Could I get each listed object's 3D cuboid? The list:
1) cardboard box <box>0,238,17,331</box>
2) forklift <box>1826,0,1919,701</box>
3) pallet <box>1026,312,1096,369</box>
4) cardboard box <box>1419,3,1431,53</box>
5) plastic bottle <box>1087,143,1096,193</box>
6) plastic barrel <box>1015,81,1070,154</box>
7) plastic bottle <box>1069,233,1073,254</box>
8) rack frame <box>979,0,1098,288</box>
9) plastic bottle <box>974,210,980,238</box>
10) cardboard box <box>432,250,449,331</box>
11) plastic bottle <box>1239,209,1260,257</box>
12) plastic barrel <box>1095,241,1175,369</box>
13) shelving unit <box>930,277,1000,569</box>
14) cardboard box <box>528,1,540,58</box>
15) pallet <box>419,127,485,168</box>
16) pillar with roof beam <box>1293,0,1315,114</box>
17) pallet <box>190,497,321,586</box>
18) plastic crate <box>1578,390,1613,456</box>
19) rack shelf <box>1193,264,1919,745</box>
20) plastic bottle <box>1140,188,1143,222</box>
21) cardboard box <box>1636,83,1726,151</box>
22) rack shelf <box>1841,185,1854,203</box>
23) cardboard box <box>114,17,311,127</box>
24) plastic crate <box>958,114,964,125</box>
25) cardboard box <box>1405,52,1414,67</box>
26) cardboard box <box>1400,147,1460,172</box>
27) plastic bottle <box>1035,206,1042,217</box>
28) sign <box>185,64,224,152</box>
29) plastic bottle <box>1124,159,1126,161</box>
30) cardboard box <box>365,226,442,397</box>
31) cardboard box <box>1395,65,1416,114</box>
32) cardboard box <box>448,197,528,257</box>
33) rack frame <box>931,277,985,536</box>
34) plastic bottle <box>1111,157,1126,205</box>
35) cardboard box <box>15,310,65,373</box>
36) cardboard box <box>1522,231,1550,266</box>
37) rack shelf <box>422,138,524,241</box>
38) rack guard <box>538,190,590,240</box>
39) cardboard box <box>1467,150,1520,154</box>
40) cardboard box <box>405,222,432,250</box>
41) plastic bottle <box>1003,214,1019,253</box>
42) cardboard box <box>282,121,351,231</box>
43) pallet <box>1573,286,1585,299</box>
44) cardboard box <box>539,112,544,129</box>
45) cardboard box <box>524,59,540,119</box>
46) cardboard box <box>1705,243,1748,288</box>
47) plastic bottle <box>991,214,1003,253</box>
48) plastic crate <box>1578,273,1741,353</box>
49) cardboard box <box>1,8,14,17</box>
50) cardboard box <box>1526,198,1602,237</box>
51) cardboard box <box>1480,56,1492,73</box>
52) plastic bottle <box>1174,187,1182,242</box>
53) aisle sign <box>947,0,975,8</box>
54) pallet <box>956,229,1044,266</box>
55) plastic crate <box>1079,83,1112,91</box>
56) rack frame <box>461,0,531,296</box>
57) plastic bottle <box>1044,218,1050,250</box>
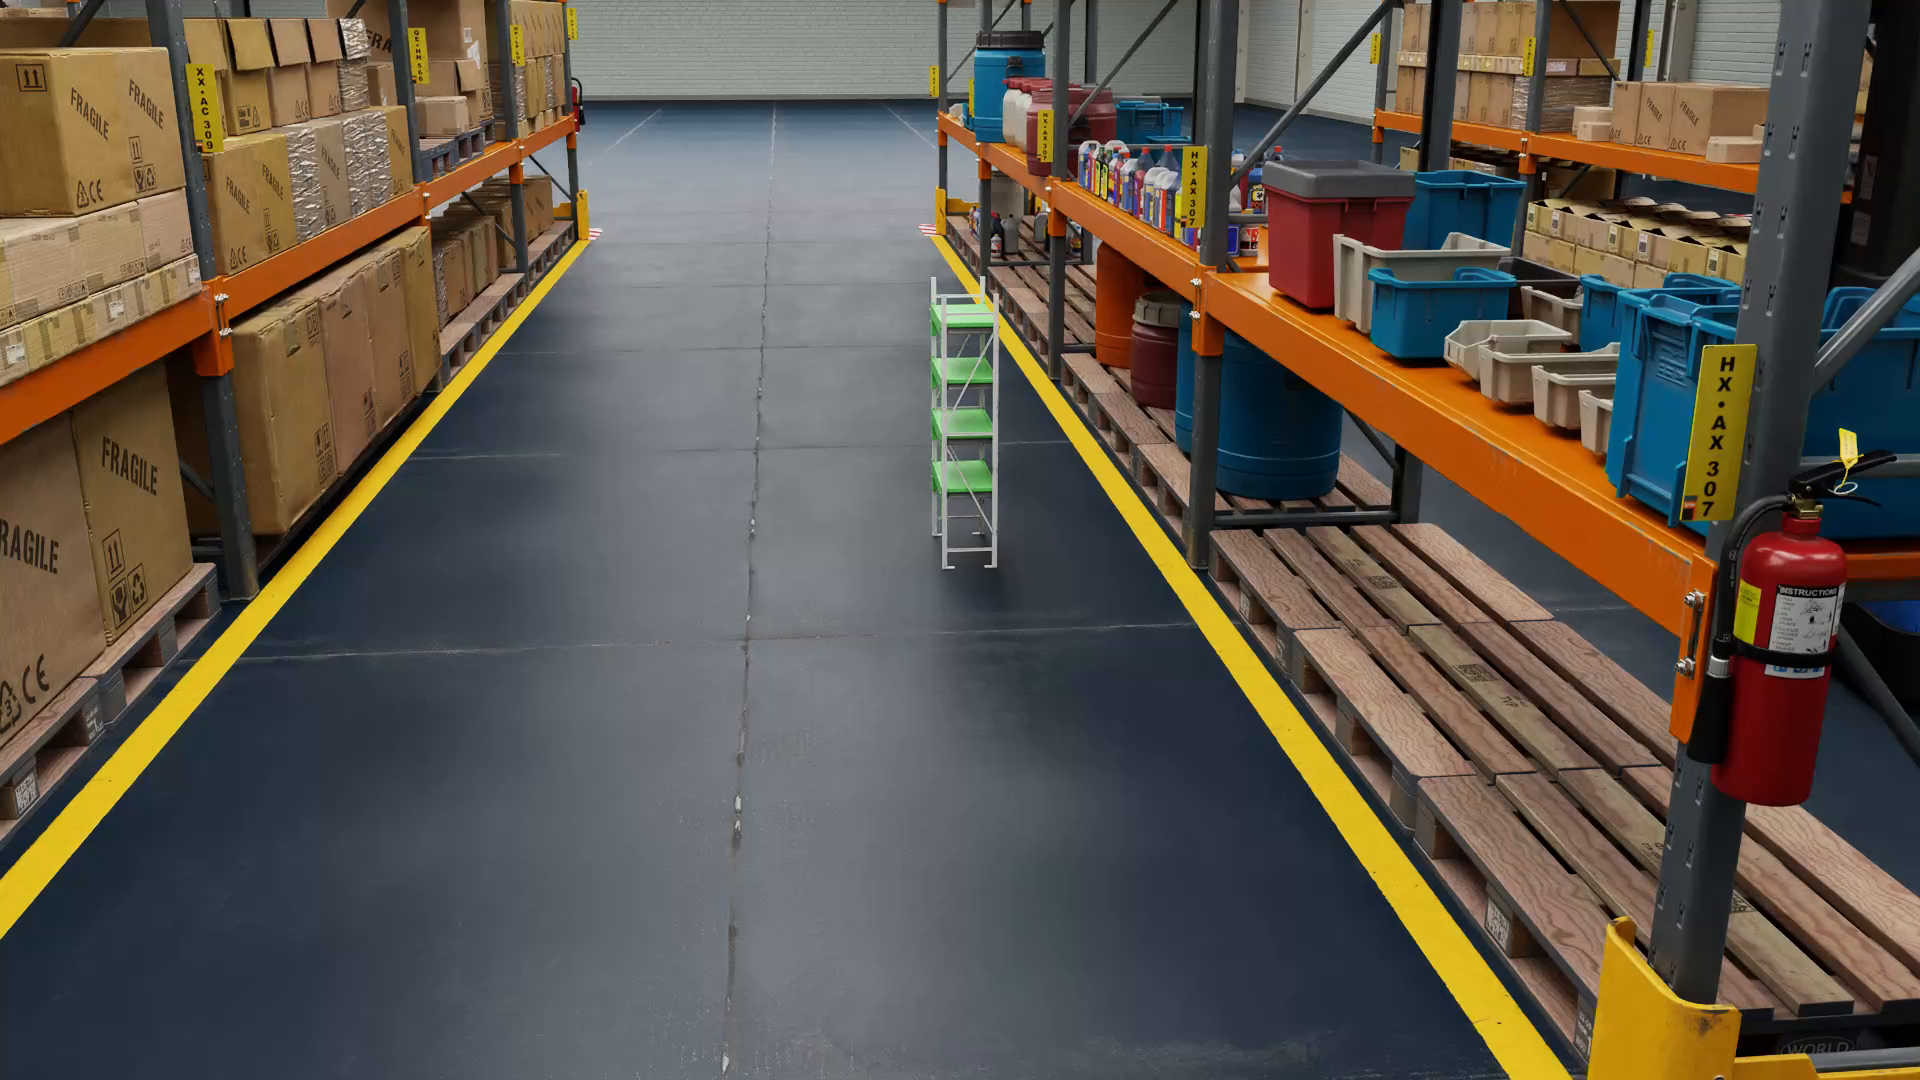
[{"bbox_3d":[-2.959,-0.664,4.537,0.500,0.250,0.500,-2,18,-7],"label":"cardboard box"},{"bbox_3d":[3.837,-1.218,6.662,1.130,2.935,3.031,2,18,6],"label":"forklift"},{"bbox_3d":[1.050,-1.420,11.849,1.003,0.211,1.213,-2,18,-6],"label":"pallet"},{"bbox_3d":[5.294,-5.409,17.566,0.700,0.500,0.500,-2,18,-7],"label":"cardboard box"},{"bbox_3d":[0.803,-2.225,9.951,0.061,0.283,0.133,-2,18,-6],"label":"plastic bottle"},{"bbox_3d":[0.635,-3.265,12.842,0.433,0.535,0.433,0,17,0],"label":"plastic barrel"},{"bbox_3d":[1.061,-2.754,15.380,0.097,0.201,0.097,0,17,0],"label":"plastic bottle"},{"bbox_3d":[0.679,-3.710,14.488,1.000,3.000,0.127,-2,18,-6],"label":"rack frame"},{"bbox_3d":[0.189,-3.129,16.455,0.097,0.271,0.097,0,17,0],"label":"plastic bottle"},{"bbox_3d":[-3.994,-1.747,11.672,0.700,0.500,0.500,-3,18,-10],"label":"cardboard box"},{"bbox_3d":[1.264,-1.349,7.298,0.097,0.201,0.097,0,17,0],"label":"plastic bottle"},{"bbox_3d":[1.158,-1.538,10.492,0.600,0.830,0.708,-2,18,-6],"label":"plastic barrel"},{"bbox_3d":[0.017,-0.523,7.340,0.258,1.200,0.503,-2,18,-6],"label":"shelving unit"},{"bbox_3d":[-4.146,-4.664,15.192,0.500,0.500,0.500,-2,18,-6],"label":"cardboard box"},{"bbox_3d":[-4.080,-2.863,12.108,1.003,0.211,1.213,-2,18,-6],"label":"pallet"},{"bbox_3d":[4.295,-14.906,40.134,9.100,9.000,0.400,-2,18,-6],"label":"pillar with roof beam"},{"bbox_3d":[-3.577,-0.071,7.551,1.003,0.211,1.213,-2,18,-6],"label":"pallet"},{"bbox_3d":[1.652,-0.275,3.887,0.396,0.136,0.243,-2,18,-6],"label":"plastic crate"},{"bbox_3d":[1.710,-0.388,5.106,1.077,0.370,4.000,-2,18,-6],"label":"rack shelf"},{"bbox_3d":[0.975,-1.742,8.549,0.097,0.201,0.097,0,17,0],"label":"plastic bottle"},{"bbox_3d":[5.775,-3.375,13.251,0.500,0.500,0.500,-2,18,-6],"label":"cardboard box"},{"bbox_3d":[6.225,-1.732,9.386,1.077,0.370,4.000,-2,18,-6],"label":"rack shelf"},{"bbox_3d":[-3.636,-2.280,8.090,0.797,0.503,0.637,-1,17,-4],"label":"cardboard box"},{"bbox_3d":[0.259,-4.061,16.044,0.530,0.136,0.437,-2,18,-6],"label":"plastic crate"},{"bbox_3d":[5.049,-5.209,18.012,0.380,0.149,0.250,-2,18,-7],"label":"cardboard box"},{"bbox_3d":[5.081,-3.985,17.999,0.500,0.500,0.500,-2,18,-6],"label":"cardboard box"},{"bbox_3d":[0.784,-3.203,16.672,0.061,0.283,0.133,-2,18,-6],"label":"plastic bottle"},{"bbox_3d":[-2.871,-1.642,6.323,0.100,0.325,0.005,-2,18,-6],"label":"sign"},{"bbox_3d":[0.984,-2.157,9.870,0.097,0.201,0.097,0,17,0],"label":"plastic bottle"},{"bbox_3d":[-3.785,-1.346,9.803,1.225,0.875,0.875,-3,18,-8],"label":"cardboard box"},{"bbox_3d":[5.229,-4.962,18.309,0.700,0.500,0.500,-2,18,-6],"label":"cardboard box"},{"bbox_3d":[-4.316,-2.856,15.239,0.500,0.500,0.500,4,18,12],"label":"cardboard box"},{"bbox_3d":[-0.008,-0.596,7.572,0.240,1.200,0.015,-2,18,-6],"label":"rack frame"},{"bbox_3d":[0.894,-2.008,9.279,0.097,0.271,0.097,0,17,0],"label":"plastic bottle"},{"bbox_3d":[-2.933,-0.591,4.970,0.380,0.149,0.250,-2,18,-7],"label":"cardboard box"},{"bbox_3d":[5.401,-2.623,14.914,0.500,0.250,0.500,-2,18,-7],"label":"cardboard box"},{"bbox_3d":[-4.042,-2.618,12.210,1.077,0.370,4.000,-2,18,-6],"label":"rack shelf"},{"bbox_3d":[-4.653,-3.534,18.099,1.175,0.500,0.348,-2,18,-6],"label":"rack guard"},{"bbox_3d":[5.662,-3.852,17.577,0.500,0.500,0.500,-2,18,-6],"label":"cardboard box"},{"bbox_3d":[-3.999,-2.097,11.536,0.500,0.250,0.500,0,17,1],"label":"cardboard box"},{"bbox_3d":[0.469,-2.844,15.416,0.144,0.351,0.185,-2,18,-6],"label":"plastic bottle"},{"bbox_3d":[-3.384,-1.819,8.297,0.500,0.500,0.500,-1,17,-5],"label":"cardboard box"},{"bbox_3d":[5.721,-2.314,14.694,1.003,0.211,1.213,-2,18,-6],"label":"pallet"},{"bbox_3d":[-4.139,-3.957,15.694,0.380,0.149,0.250,-2,18,-6],"label":"cardboard box"},{"bbox_3d":[-4.249,-4.033,14.852,0.875,0.500,0.500,-2,18,-6],"label":"cardboard box"},{"bbox_3d":[5.719,-1.975,11.914,0.500,0.311,0.500,-1,17,-4],"label":"cardboard box"},{"bbox_3d":[0.325,-2.840,15.402,0.144,0.351,0.185,-2,18,-7],"label":"plastic bottle"},{"bbox_3d":[2.051,-0.649,4.917,0.416,0.233,0.300,-2,18,-6],"label":"plastic crate"},{"bbox_3d":[-9.534,-4.769,15.807,0.875,0.550,0.550,-2,18,-6],"label":"cardboard box"},{"bbox_3d":[5.401,-2.888,14.820,0.500,0.311,0.500,-2,18,-5],"label":"cardboard box"},{"bbox_3d":[5.262,-4.597,16.063,0.380,0.149,0.250,-2,18,-6],"label":"cardboard box"},{"bbox_3d":[1.083,-1.567,7.744,0.144,0.351,0.185,-2,18,-6],"label":"plastic bottle"},{"bbox_3d":[-0.033,-6.155,17.934,0.394,0.787,0.004,-2,18,-6],"label":"aisle sign"},{"bbox_3d":[0.522,-2.946,16.708,1.003,0.211,1.213,-2,18,-6],"label":"pallet"},{"bbox_3d":[1.033,-3.606,14.049,0.402,0.464,0.583,-2,18,-6],"label":"plastic crate"},{"bbox_3d":[-4.248,-3.557,14.001,1.000,3.000,0.127,-2,18,-6],"label":"rack frame"},{"bbox_3d":[0.865,-2.905,15.612,0.144,0.351,0.185,-2,18,-6],"label":"plastic bottle"}]
